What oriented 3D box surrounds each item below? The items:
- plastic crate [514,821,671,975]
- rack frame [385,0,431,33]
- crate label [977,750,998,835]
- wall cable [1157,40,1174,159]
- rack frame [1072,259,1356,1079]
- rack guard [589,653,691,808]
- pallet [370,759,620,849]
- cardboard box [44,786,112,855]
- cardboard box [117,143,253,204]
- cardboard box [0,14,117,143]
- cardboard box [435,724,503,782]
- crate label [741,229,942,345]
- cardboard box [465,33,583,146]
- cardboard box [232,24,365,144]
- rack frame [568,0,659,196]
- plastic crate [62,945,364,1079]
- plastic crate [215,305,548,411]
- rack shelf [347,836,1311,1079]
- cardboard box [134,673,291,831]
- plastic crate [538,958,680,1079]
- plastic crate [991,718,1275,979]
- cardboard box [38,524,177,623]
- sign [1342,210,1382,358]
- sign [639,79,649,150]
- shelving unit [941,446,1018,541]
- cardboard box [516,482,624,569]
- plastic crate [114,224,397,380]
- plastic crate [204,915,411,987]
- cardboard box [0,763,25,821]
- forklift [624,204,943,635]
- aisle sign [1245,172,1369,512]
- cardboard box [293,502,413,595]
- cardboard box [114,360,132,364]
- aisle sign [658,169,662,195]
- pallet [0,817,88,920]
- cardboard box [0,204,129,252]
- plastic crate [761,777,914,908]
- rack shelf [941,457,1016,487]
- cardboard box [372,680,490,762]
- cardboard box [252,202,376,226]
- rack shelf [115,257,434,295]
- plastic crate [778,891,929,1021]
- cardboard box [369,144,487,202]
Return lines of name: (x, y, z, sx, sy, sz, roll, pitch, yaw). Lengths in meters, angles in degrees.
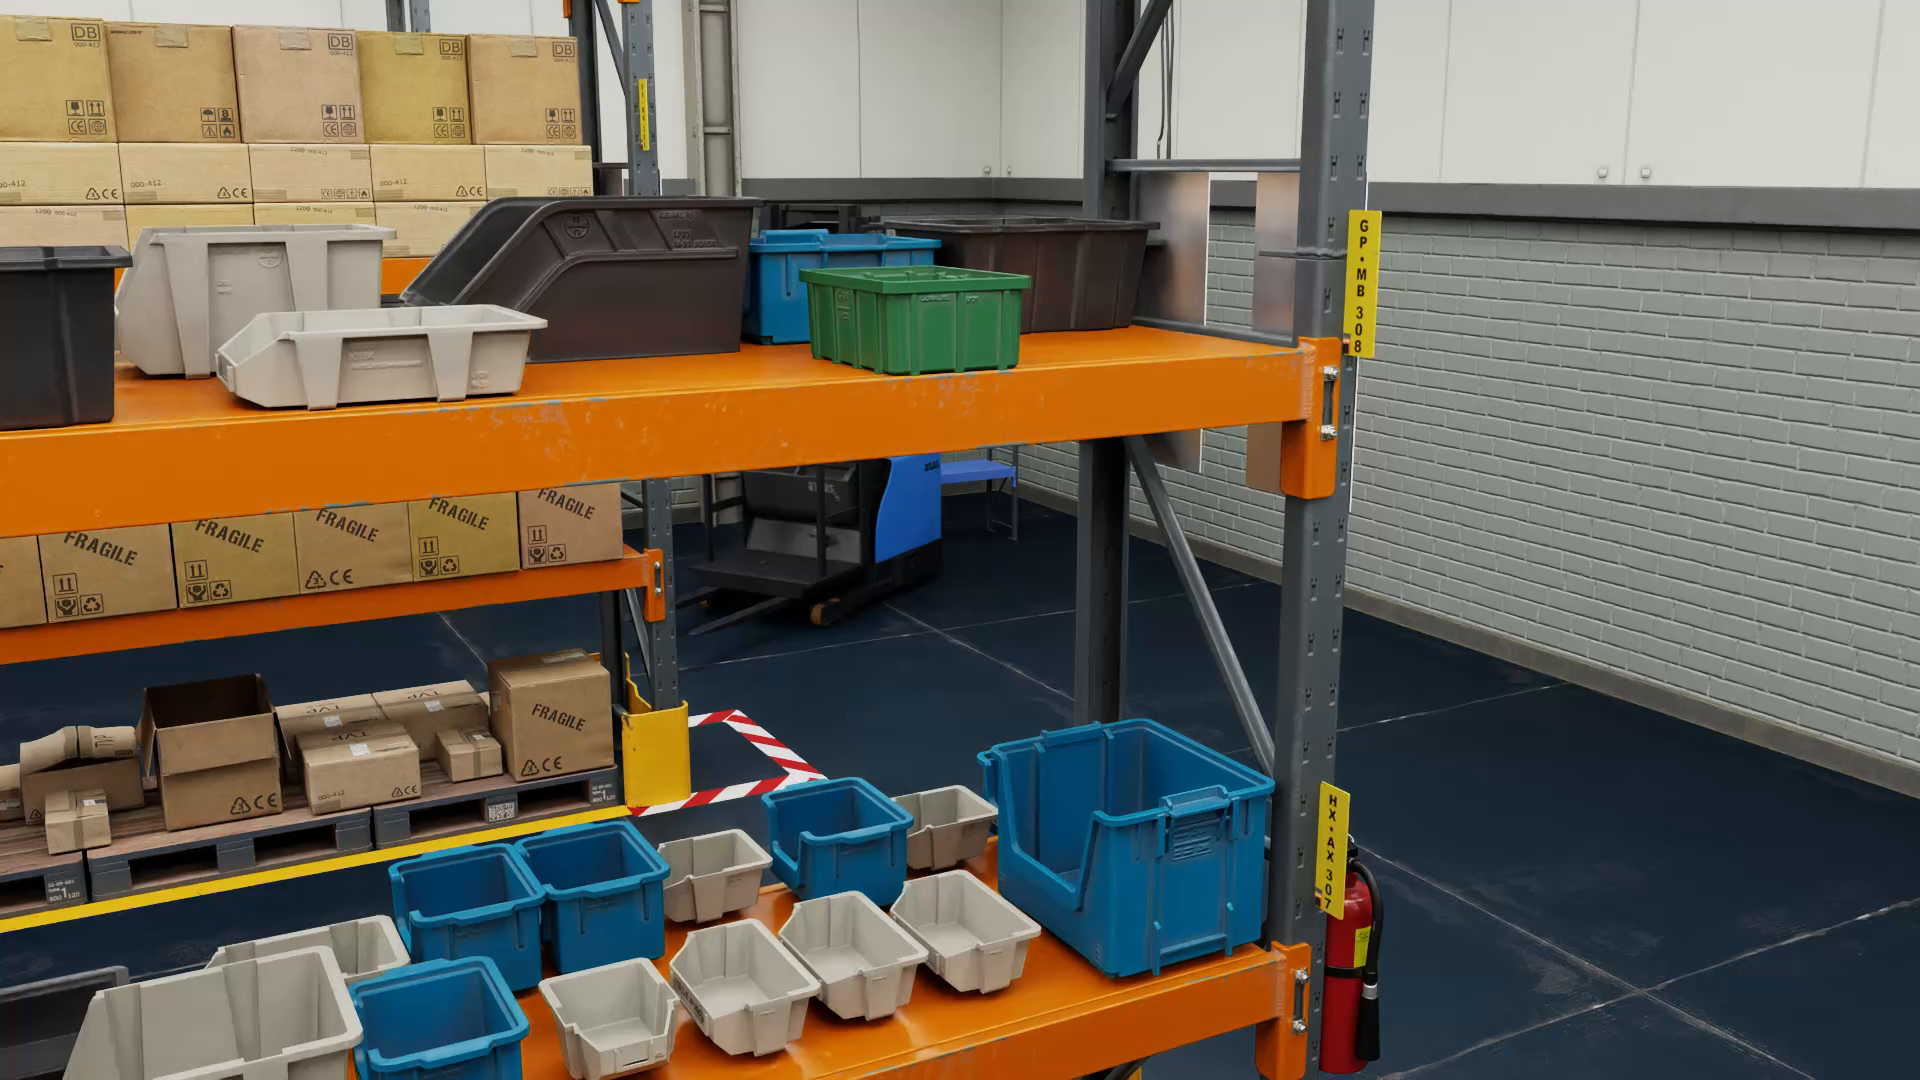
plastic crate: (-0.903, 0.885, 4.091, 0.300, 0.233, 0.416, -7, 14, -28)
rack frame: (-4.120, -4.105, 12.353, 0.127, 3.000, 1.000, -7, 14, -28)
crate label: (0.253, 0.746, 4.706, 0.303, 0.233, 0.416, -7, 14, -28)
wall cable: (1.016, -3.116, 15.032, 0.112, 2.526, 3.097, -7, 14, -28)
rack frame: (0.627, 0.731, 4.528, 0.127, 3.000, 1.000, -7, 14, -28)
rack guard: (-1.810, 1.004, 9.010, 0.348, 0.500, 1.175, -7, 14, -28)
pallet: (-2.509, 1.229, 8.669, 1.213, 0.211, 1.003, -7, 14, -28)
cardboard box: (-4.027, 1.269, 7.588, 0.250, 0.166, 0.380, -7, 14, -28)
cardboard box: (-3.387, -1.596, 7.241, 0.500, 0.250, 0.500, -7, 14, -28)
cardboard box: (-3.903, -1.940, 7.063, 0.500, 0.500, 0.700, -7, 14, -28)
cardboard box: (-2.501, 1.074, 8.457, 0.250, 0.166, 0.380, -7, 14, -28)
crate label: (-0.337, -0.625, 4.060, 0.502, 0.251, 0.408, -7, 14, -28)
cardboard box: (-2.186, -2.167, 8.067, 0.500, 0.500, 0.700, -7, 14, -28)
cardboard box: (-3.053, -2.057, 7.580, 0.500, 0.500, 0.700, -7, 14, -28)
rack frame: (-1.743, -3.151, 8.113, 0.127, 3.000, 1.000, -7, 14, -28)
plastic crate: (-1.455, 1.055, 3.221, 0.530, 0.282, 0.437, -7, 14, -28)
plastic crate: (-1.068, -0.338, 3.049, 0.530, 0.136, 0.437, -7, 14, -28)
rack shelf: (-1.128, 1.293, 3.672, 4.000, 0.370, 1.077, -7, 14, -28)
cardboard box: (-3.607, 1.002, 8.010, 0.637, 0.503, 0.797, -7, 14, -28)
plastic crate: (-0.747, 1.048, 3.586, 0.250, 0.136, 0.298, -7, 14, -28)
plastic crate: (0.423, 0.756, 4.201, 0.499, 0.435, 0.616, -7, 14, -28)
cardboard box: (-3.788, 0.041, 7.369, 0.500, 0.500, 0.500, -7, 14, -28)
sign: (0.905, -0.577, 3.747, 0.005, 0.325, 0.100, -7, 14, -28)
sign: (-1.495, -2.010, 7.860, 0.005, 0.325, 0.100, -7, 14, -28)
shelving unit: (-0.075, -0.723, 14.405, 1.048, 1.500, 0.538, -7, 14, -28)
cardboard box: (-2.006, -0.173, 8.318, 0.500, 0.500, 0.500, -6, 14, -26)
plastic crate: (-1.466, -0.501, 3.440, 0.530, 0.282, 0.437, -7, 14, -28)
plastic crate: (-1.499, 1.010, 3.752, 0.466, 0.136, 0.293, -7, 14, -28)
cardboard box: (-4.589, 1.208, 7.902, 0.250, 0.149, 0.380, -7, 14, -28)
forklift: (-1.286, -0.922, 12.030, 1.130, 2.935, 3.031, 7, 14, 28)
aisle sign: (0.831, -0.488, 4.025, 0.004, 0.787, 0.394, -7, 14, -28)
cardboard box: (-2.900, -0.066, 7.844, 0.500, 0.500, 0.500, -7, 14, -27)
cardboard box: (-4.043, -0.550, 7.716, 0.500, 0.500, 0.500, -7, 14, -27)
aisle sign: (-1.536, -1.440, 8.256, 0.004, 0.787, 0.394, -7, 14, -28)
pallet: (-4.651, 1.486, 7.528, 1.213, 0.211, 1.003, -7, 14, -28)
cardboard box: (-3.828, -1.301, 7.067, 0.500, 0.250, 0.500, -7, 14, -28)
plastic crate: (-0.325, 0.815, 4.399, 0.300, 0.233, 0.416, -7, 14, -28)
rack shelf: (-0.075, -0.547, 14.444, 1.000, 0.185, 0.538, -7, 14, -28)
cardboard box: (-2.795, 0.958, 8.780, 0.500, 0.250, 0.500, -7, 14, -28)
cardboard box: (-2.944, -1.403, 7.523, 0.500, 0.250, 0.500, -7, 14, -28)
rack shelf: (-3.498, -1.126, 7.586, 4.000, 0.370, 1.077, -7, 14, -28)
plastic crate: (-0.263, 0.979, 3.891, 0.243, 0.136, 0.396, -7, 14, -28)
cardboard box: (-2.510, -1.702, 7.711, 0.500, 0.250, 0.500, -7, 14, -28)
